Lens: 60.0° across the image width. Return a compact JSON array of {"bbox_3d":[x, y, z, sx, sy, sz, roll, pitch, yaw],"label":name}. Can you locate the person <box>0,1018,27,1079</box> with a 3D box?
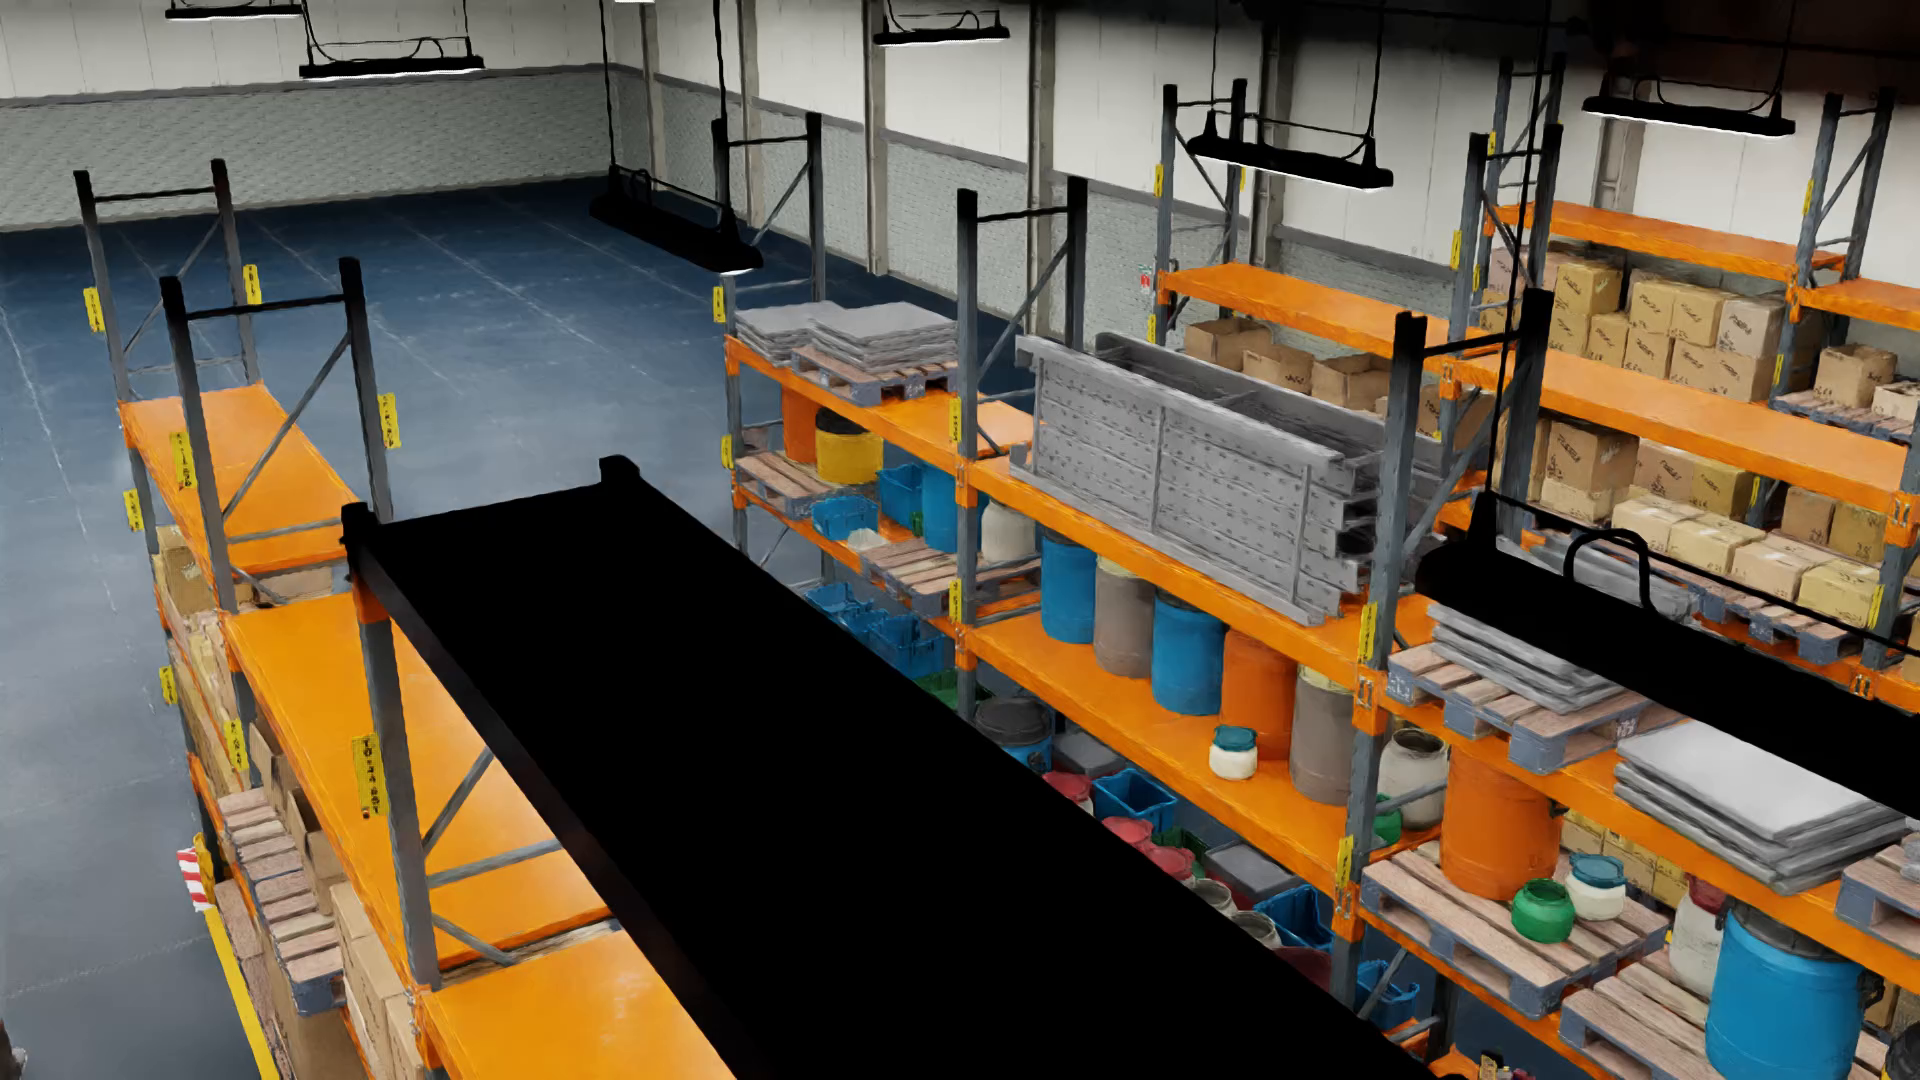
[{"bbox_3d":[-6.758,3.180,11.194,0.534,1.657,1.033,-9,23,-21],"label":"person"}]
